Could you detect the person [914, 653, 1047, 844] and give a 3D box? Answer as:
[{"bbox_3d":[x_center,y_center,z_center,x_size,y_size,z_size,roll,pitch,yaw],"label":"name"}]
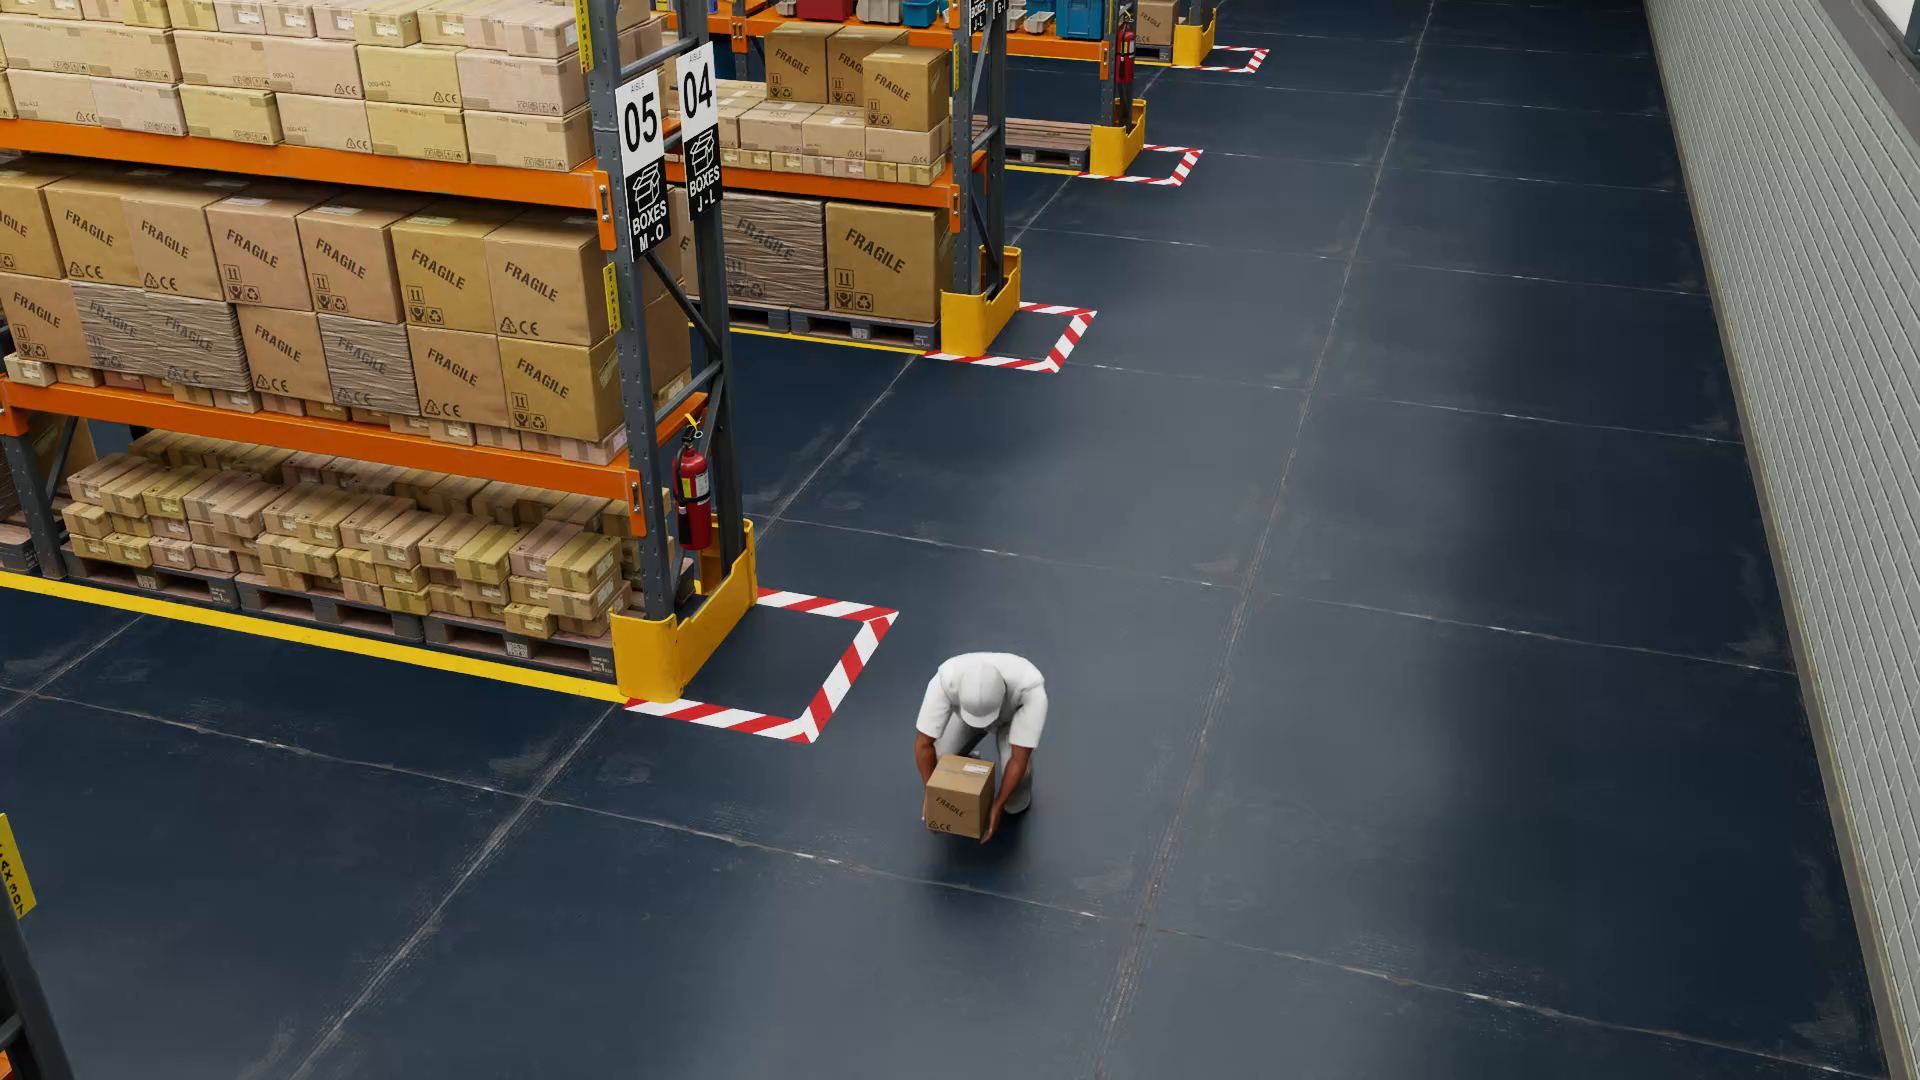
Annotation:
[{"bbox_3d":[0.127,0.862,7.734,0.590,0.996,0.883,9,30,15],"label":"person"}]
